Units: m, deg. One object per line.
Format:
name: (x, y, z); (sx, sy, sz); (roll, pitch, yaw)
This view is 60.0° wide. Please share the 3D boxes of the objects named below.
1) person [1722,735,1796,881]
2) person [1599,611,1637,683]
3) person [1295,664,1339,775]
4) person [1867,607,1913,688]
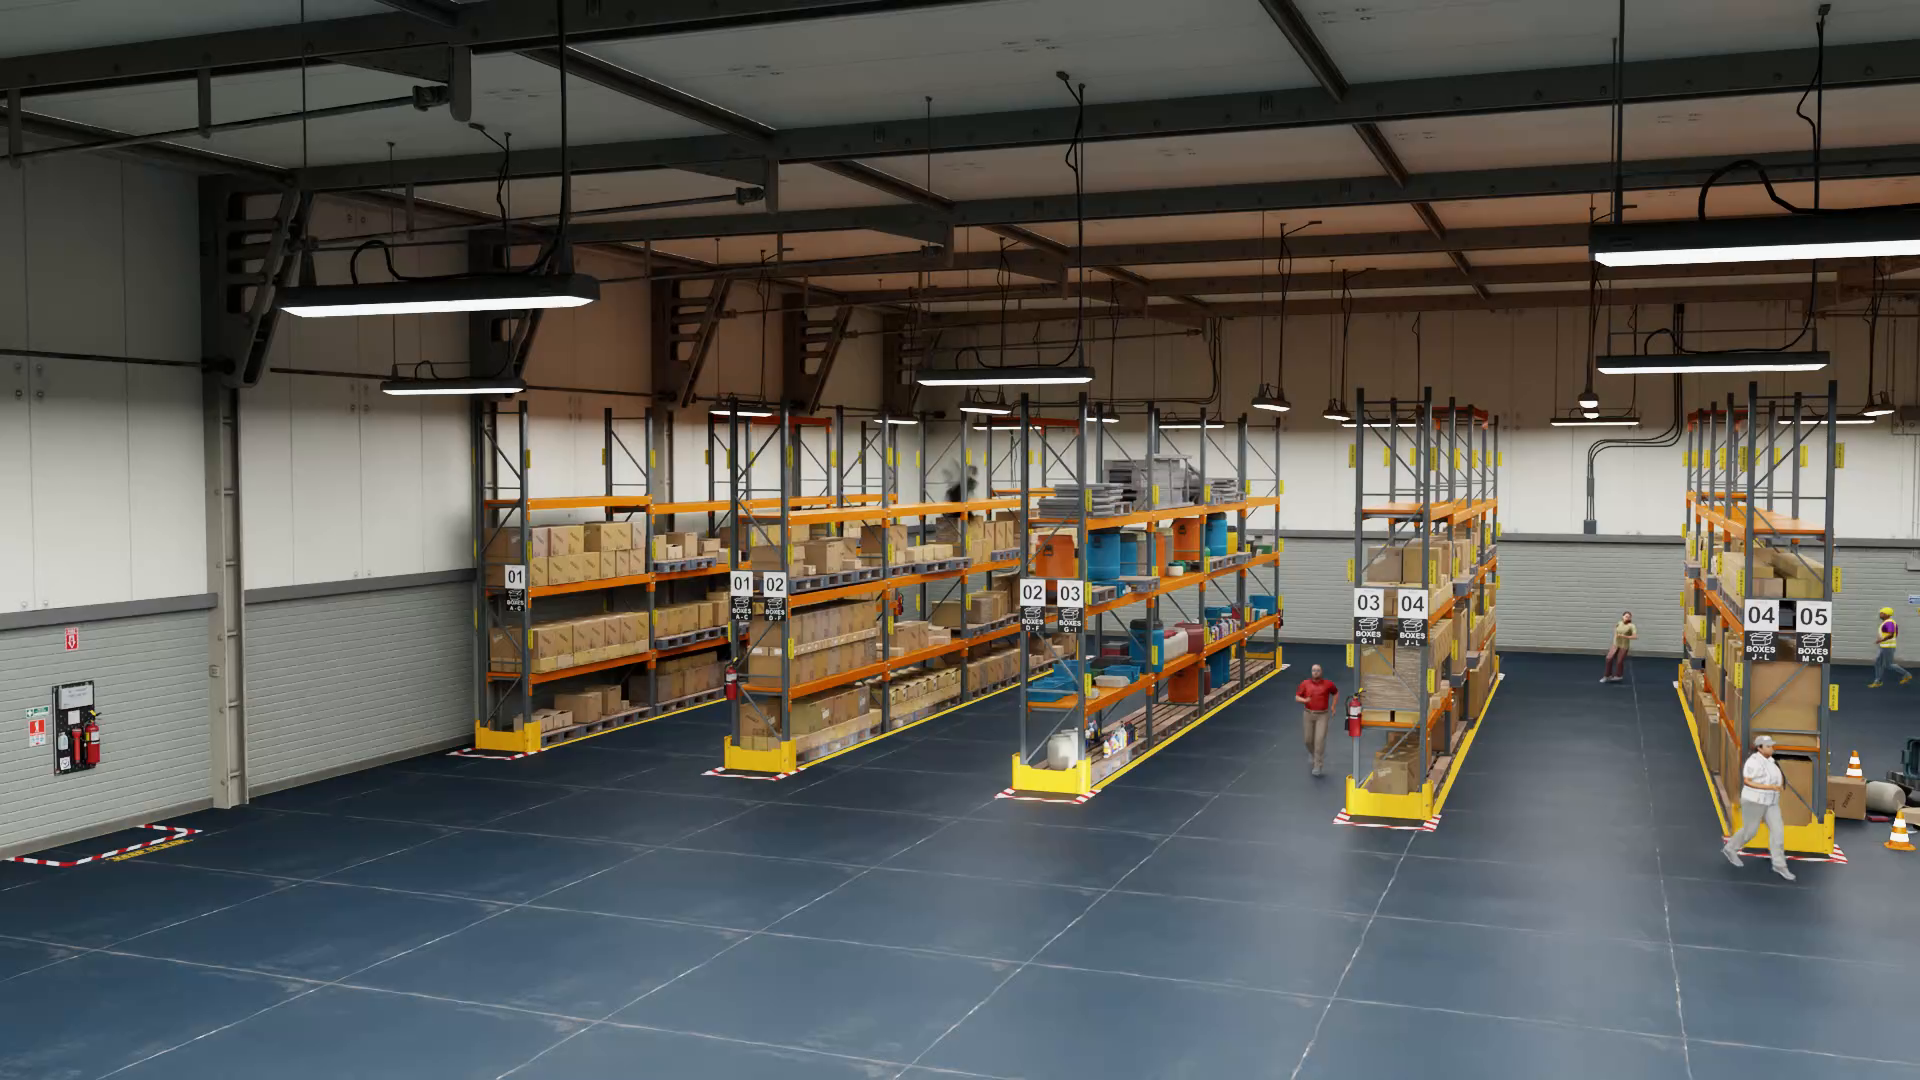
person: (9.637, 3.188, 20.064); (0.597, 1.692, 0.884); (-1, 3, -26)
person: (14.802, 2.394, 37.195); (0.684, 1.622, 0.732); (-3, 4, -44)
person: (5.693, 2.831, 26.569); (0.667, 1.705, 0.980); (1, 3, 20)
person: (20.266, 2.360, 36.204); (0.860, 1.786, 0.713); (1, 3, 25)
